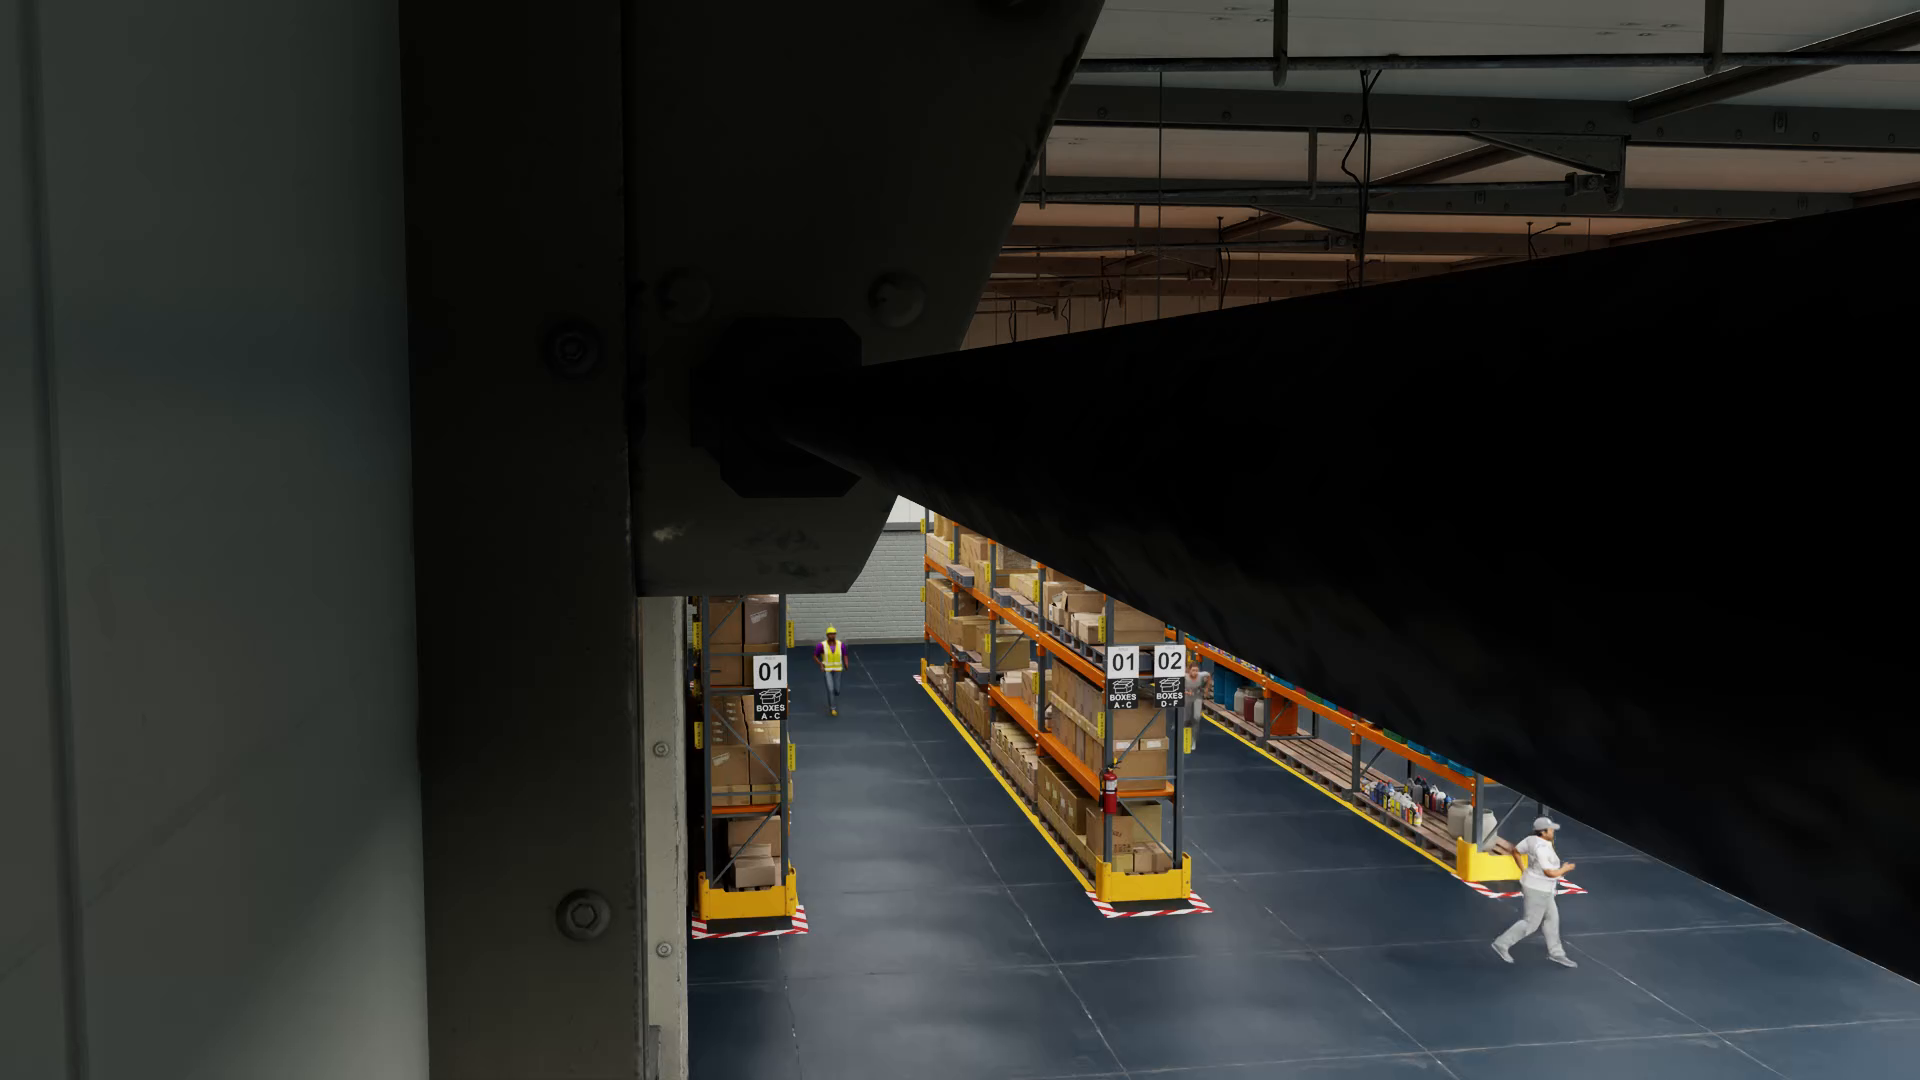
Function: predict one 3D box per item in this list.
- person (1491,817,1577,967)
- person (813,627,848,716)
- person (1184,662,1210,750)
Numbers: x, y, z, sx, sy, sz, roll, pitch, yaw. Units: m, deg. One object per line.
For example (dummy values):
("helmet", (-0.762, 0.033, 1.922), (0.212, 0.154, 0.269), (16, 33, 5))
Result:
("person", (6.343, 3.872, 18.295), (0.915, 1.662, 0.598), (1, 5, 9))
("person", (-2.556, 2.582, 32.935), (0.701, 1.732, 0.680), (-2, 5, -17))
("person", (4.187, 2.941, 29.902), (0.603, 1.614, 0.957), (0, 5, 1))
